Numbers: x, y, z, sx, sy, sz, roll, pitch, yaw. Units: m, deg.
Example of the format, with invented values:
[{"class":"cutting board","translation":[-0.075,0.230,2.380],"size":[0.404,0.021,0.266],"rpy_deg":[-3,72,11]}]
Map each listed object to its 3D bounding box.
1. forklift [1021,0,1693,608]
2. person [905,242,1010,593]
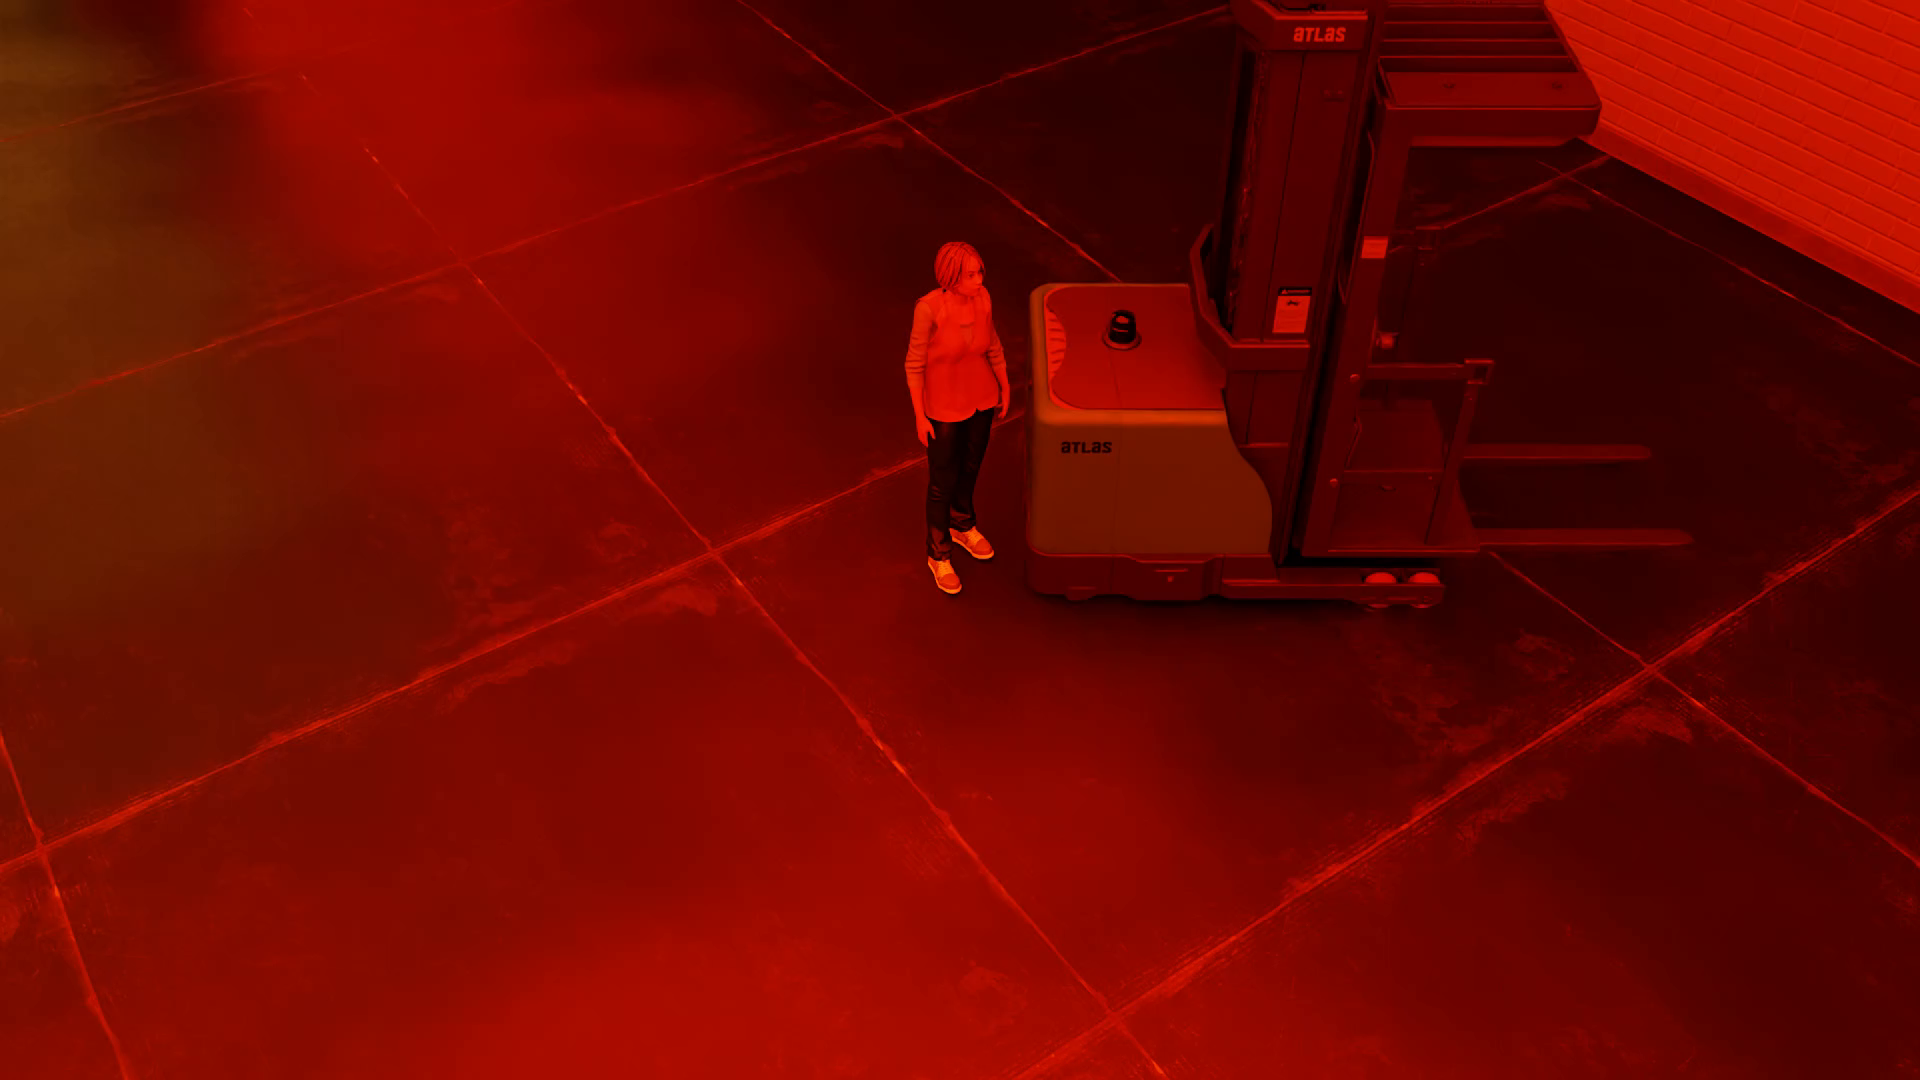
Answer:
[{"class":"forklift","translation":[1.814,-1.133,6.945],"size":[3.031,2.935,1.130],"rpy_deg":[0,43,0]},{"class":"person","translation":[0.030,-0.546,7.282],"size":[0.520,1.597,0.476],"rpy_deg":[-25,48,-25]}]
